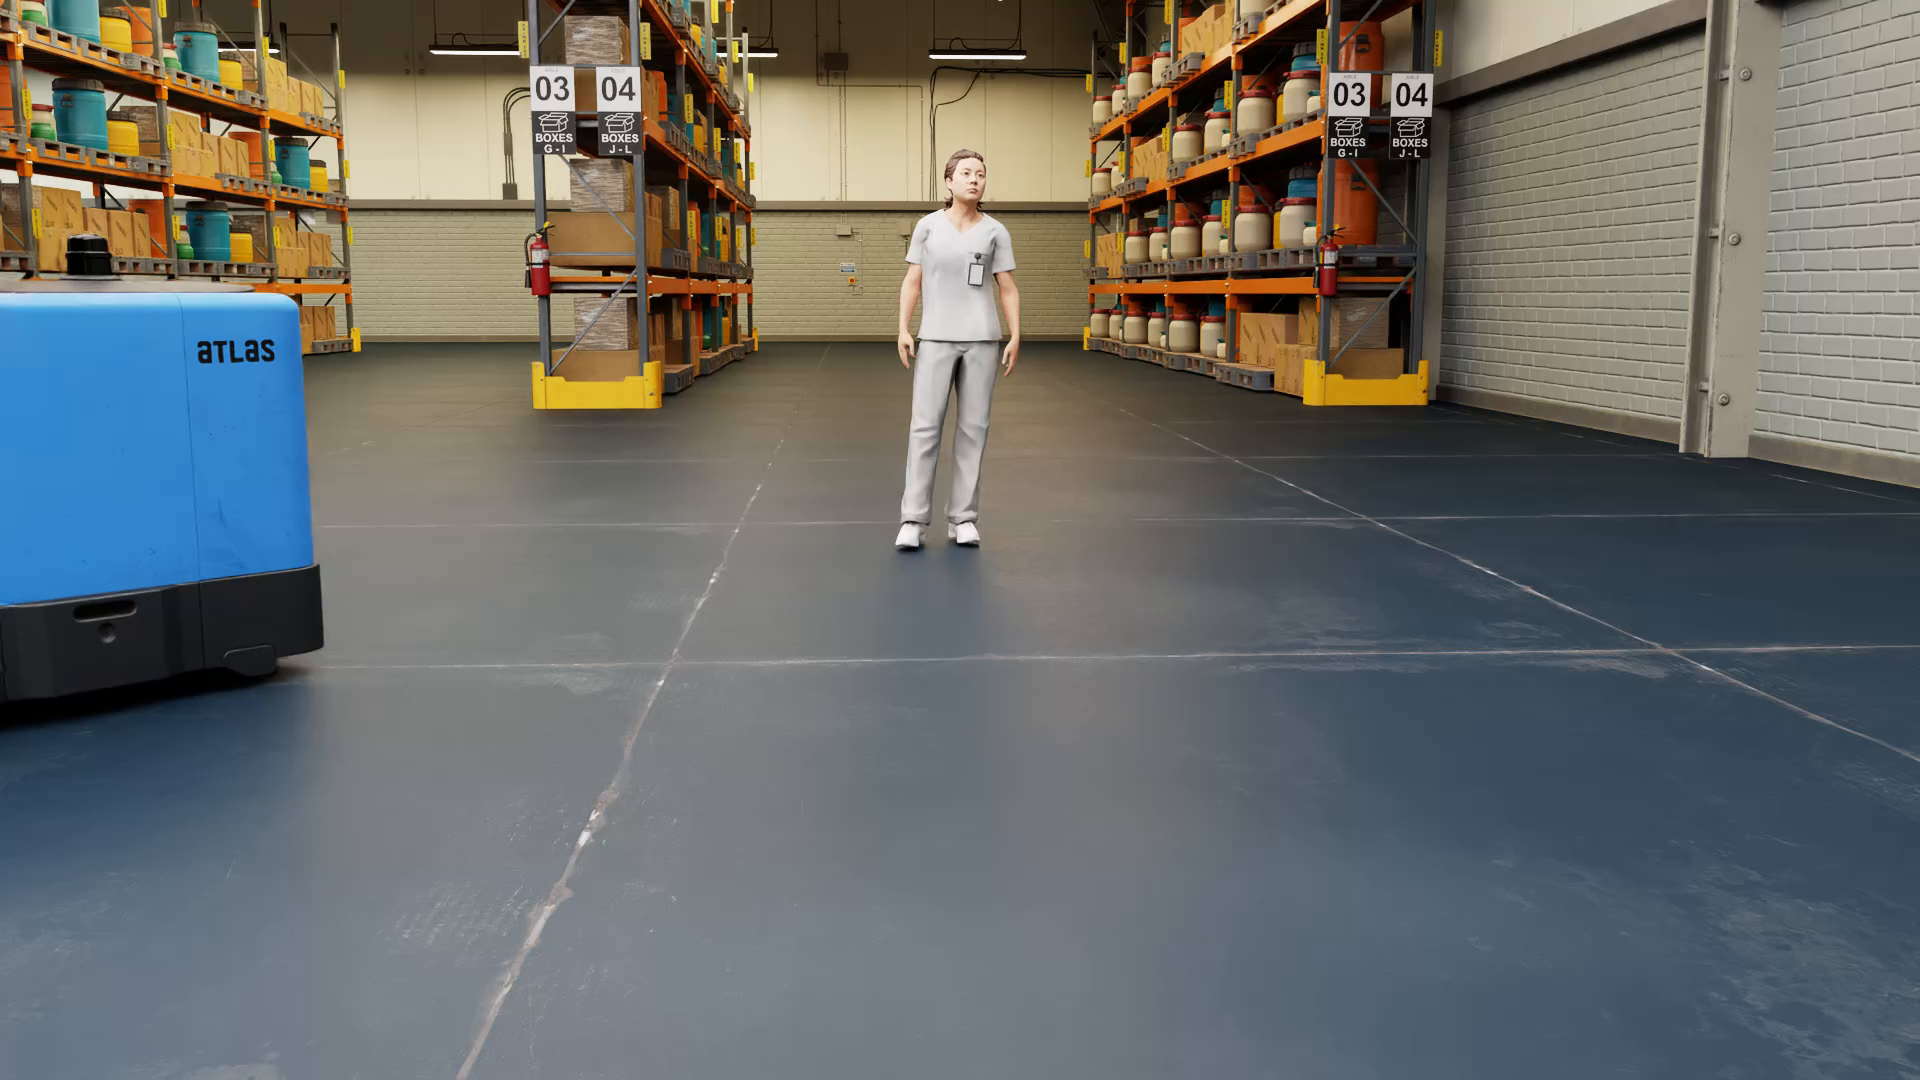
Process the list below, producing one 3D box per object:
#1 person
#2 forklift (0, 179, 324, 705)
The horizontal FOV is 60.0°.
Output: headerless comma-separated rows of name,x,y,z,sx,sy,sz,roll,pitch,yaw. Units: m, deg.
person,-0.009,-0.825,7.112,0.549,1.675,0.549,-1,8,-4
forklift,-3.179,-0.957,3.778,1.130,2.935,3.031,8,11,41
